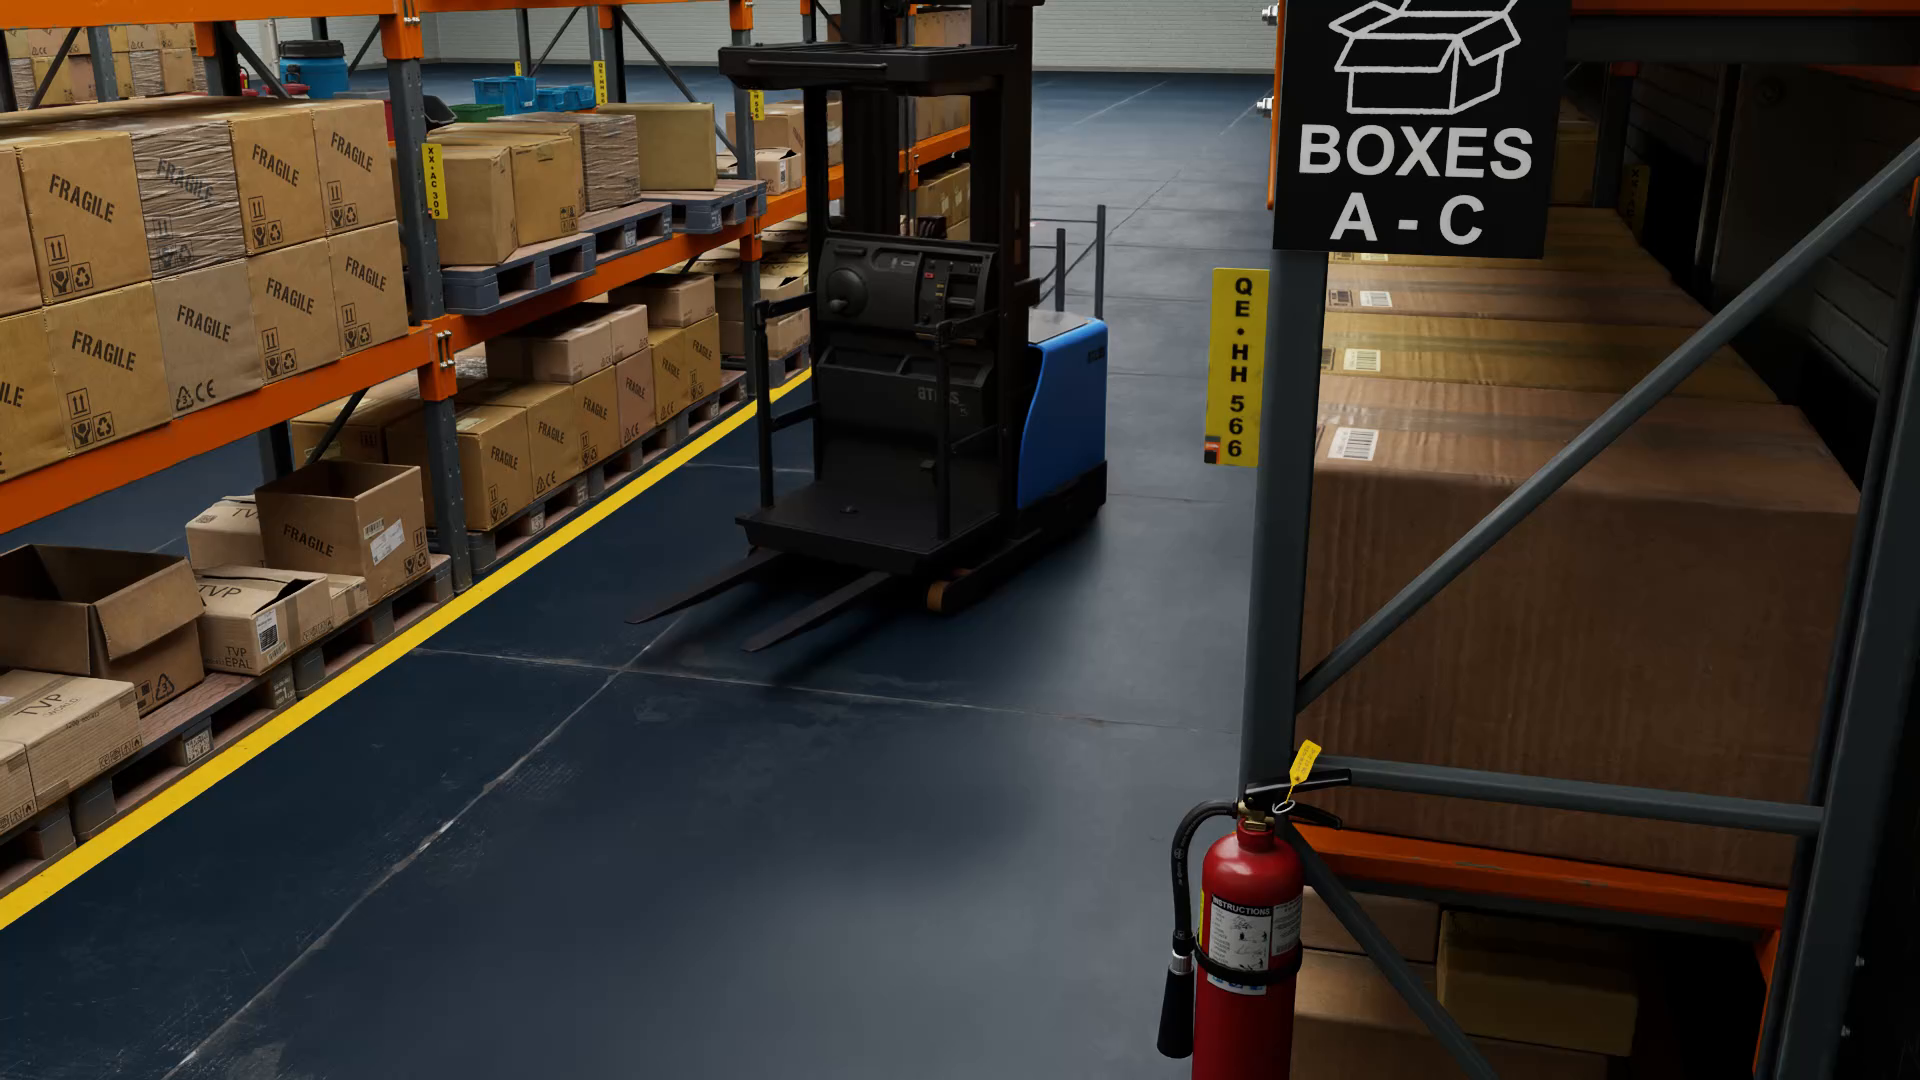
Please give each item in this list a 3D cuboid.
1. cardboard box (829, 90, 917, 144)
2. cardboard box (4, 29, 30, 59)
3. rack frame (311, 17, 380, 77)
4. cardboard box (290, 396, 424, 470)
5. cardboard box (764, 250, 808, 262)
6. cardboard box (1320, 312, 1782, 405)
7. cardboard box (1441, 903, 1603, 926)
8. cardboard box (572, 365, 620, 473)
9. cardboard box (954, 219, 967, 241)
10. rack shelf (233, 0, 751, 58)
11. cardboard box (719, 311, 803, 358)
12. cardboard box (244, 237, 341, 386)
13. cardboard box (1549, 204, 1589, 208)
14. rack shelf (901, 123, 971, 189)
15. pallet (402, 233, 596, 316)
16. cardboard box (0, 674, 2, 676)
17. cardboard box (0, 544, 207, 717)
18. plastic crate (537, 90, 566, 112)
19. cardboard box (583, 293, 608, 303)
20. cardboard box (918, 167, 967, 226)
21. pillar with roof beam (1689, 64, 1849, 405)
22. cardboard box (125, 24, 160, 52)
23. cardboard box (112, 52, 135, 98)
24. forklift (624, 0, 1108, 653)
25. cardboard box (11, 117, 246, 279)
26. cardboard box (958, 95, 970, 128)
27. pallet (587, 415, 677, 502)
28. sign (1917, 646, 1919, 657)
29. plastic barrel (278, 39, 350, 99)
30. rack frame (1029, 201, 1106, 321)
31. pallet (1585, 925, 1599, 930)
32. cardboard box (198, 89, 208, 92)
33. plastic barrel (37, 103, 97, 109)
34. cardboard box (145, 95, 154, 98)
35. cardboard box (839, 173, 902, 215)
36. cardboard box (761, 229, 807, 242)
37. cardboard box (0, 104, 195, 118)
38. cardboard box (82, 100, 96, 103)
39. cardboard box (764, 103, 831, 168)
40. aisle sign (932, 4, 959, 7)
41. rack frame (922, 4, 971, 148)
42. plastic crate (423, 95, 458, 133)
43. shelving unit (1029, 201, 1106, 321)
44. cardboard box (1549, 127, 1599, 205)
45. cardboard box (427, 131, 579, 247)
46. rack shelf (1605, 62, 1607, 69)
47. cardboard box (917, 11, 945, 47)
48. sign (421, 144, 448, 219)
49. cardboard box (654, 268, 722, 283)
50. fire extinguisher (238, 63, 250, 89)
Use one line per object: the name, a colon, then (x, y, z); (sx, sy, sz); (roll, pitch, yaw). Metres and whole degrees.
cardboard box: (-0.793, -3.908, 15.335); (0.700, 0.500, 0.500); (4, 19, 12)
cardboard box: (-10.144, -5.287, 17.364); (0.500, 0.500, 0.500); (5, 19, 13)
rack frame: (-5.698, -4.114, 16.091); (1.000, 3.000, 0.127); (5, 19, 13)
cardboard box: (-3.007, -0.417, 8.453); (0.500, 0.500, 0.500); (5, 19, 13)
cardboard box: (-1.213, -2.097, 12.922); (0.500, 0.311, 0.500); (4, 19, 12)
cardboard box: (1.259, -0.102, 3.881); (0.980, 0.700, 0.700); (5, 19, 13)
cardboard box: (1.337, 0.776, 3.989); (0.380, 0.149, 0.250); (5, 19, 14)
cardboard box: (-2.247, -0.696, 9.270); (0.500, 0.500, 0.500); (5, 19, 14)
cardboard box: (-0.234, -3.053, 16.589); (0.500, 0.250, 0.500); (5, 19, 13)
rack shelf: (-2.361, -2.920, 9.068); (1.077, 0.370, 4.000); (5, 19, 13)
cardboard box: (-1.460, -1.506, 12.061); (0.500, 0.250, 0.500); (5, 19, 13)
cardboard box: (-2.848, -0.923, 6.593); (0.500, 0.500, 0.500); (5, 20, 15)
cardboard box: (2.311, -1.146, 6.756); (0.500, 0.500, 0.500); (4, 19, 12)
rack shelf: (-0.407, -4.008, 16.894); (1.077, 0.370, 4.000); (5, 19, 13)
pallet: (-2.549, -1.365, 8.340); (1.003, 0.211, 1.213); (5, 19, 13)
cardboard box: (-3.672, 0.647, 5.725); (0.500, 0.250, 0.500); (5, 19, 13)
cardboard box: (-3.304, 0.348, 6.208); (0.797, 0.503, 0.637); (5, 19, 13)
plastic crate: (-4.717, -4.914, 18.662); (0.499, 0.251, 0.408); (5, 19, 13)
cardboard box: (-2.261, -1.373, 11.253); (0.500, 0.500, 0.500); (6, 20, 16)
cardboard box: (-0.234, -3.408, 16.468); (0.500, 0.500, 0.500); (5, 19, 13)
pillar with roof beam: (-1.552, -3.715, 5.642); (9.100, 9.000, 0.400); (5, 19, 13)
cardboard box: (-9.659, -5.914, 19.201); (0.500, 0.500, 0.500); (5, 19, 13)
cardboard box: (-9.988, -5.301, 18.953); (0.875, 0.500, 0.500); (5, 19, 13)
forklift: (-0.372, -1.205, 7.682); (1.130, 2.935, 3.031); (11, 21, 28)
cardboard box: (-2.968, -1.237, 5.966); (0.500, 0.500, 0.500); (5, 19, 14)
cardboard box: (-0.295, -4.557, 17.234); (0.700, 0.500, 0.500); (5, 19, 14)
pallet: (-2.392, -0.536, 9.930); (1.003, 0.211, 1.213); (5, 19, 13)
sign: (1.514, 0.028, 2.502); (0.100, 0.325, 0.005); (5, 19, 13)
plastic barrel: (-6.086, -4.254, 15.725); (0.600, 0.901, 0.708); (5, 19, 13)
rack frame: (0.623, -1.306, 10.191); (0.500, 1.500, 0.032); (6, 20, 16)
pallet: (1.397, 1.111, 5.107); (1.003, 0.211, 1.213); (5, 19, 13)
cardboard box: (-9.455, -5.456, 20.409); (0.380, 0.149, 0.250); (5, 19, 13)
plastic barrel: (-6.856, -3.094, 12.894); (0.600, 0.536, 0.708); (5, 19, 13)
cardboard box: (-9.682, -5.141, 19.487); (0.380, 0.149, 0.250); (5, 19, 13)
cardboard box: (-0.861, -3.292, 16.130); (0.500, 0.500, 0.500); (5, 19, 13)
cardboard box: (-1.491, -2.456, 13.973); (0.500, 0.311, 0.500); (4, 19, 12)
cardboard box: (-3.364, -1.447, 6.582); (0.500, 0.500, 0.500); (4, 19, 12)
cardboard box: (-9.875, -4.823, 18.557); (0.380, 0.149, 0.250); (5, 19, 13)
cardboard box: (-1.350, -3.207, 13.282); (0.500, 0.500, 0.500); (5, 19, 13)
aisle sign: (-0.199, -6.250, 18.324); (0.394, 0.787, 0.004); (5, 19, 13)
rack frame: (0.082, -4.975, 18.613); (1.000, 3.000, 0.127); (5, 19, 13)
plastic crate: (-5.447, -4.238, 16.552); (0.767, 0.338, 0.504); (5, 19, 13)
shelving unit: (0.475, -1.149, 9.731); (0.538, 1.500, 1.048); (6, 20, 16)
cardboard box: (2.319, -1.500, 6.632); (0.500, 0.250, 0.500); (5, 20, 15)
cardboard box: (-2.411, -1.811, 8.546); (0.700, 0.500, 0.500); (8, 20, 22)
rack shelf: (2.443, -2.530, 7.926); (1.077, 0.370, 4.000); (5, 19, 13)
cardboard box: (-0.548, -4.838, 16.048); (0.700, 0.500, 0.500); (5, 19, 13)
sign: (-2.322, -1.583, 7.343); (0.100, 0.325, 0.005); (5, 19, 13)
cardboard box: (-1.984, -1.814, 12.095); (0.500, 0.311, 0.500); (5, 20, 15)
fire extinguisher: (-9.049, -5.722, 20.918); (0.296, 0.674, 0.183); (5, 19, 13)
